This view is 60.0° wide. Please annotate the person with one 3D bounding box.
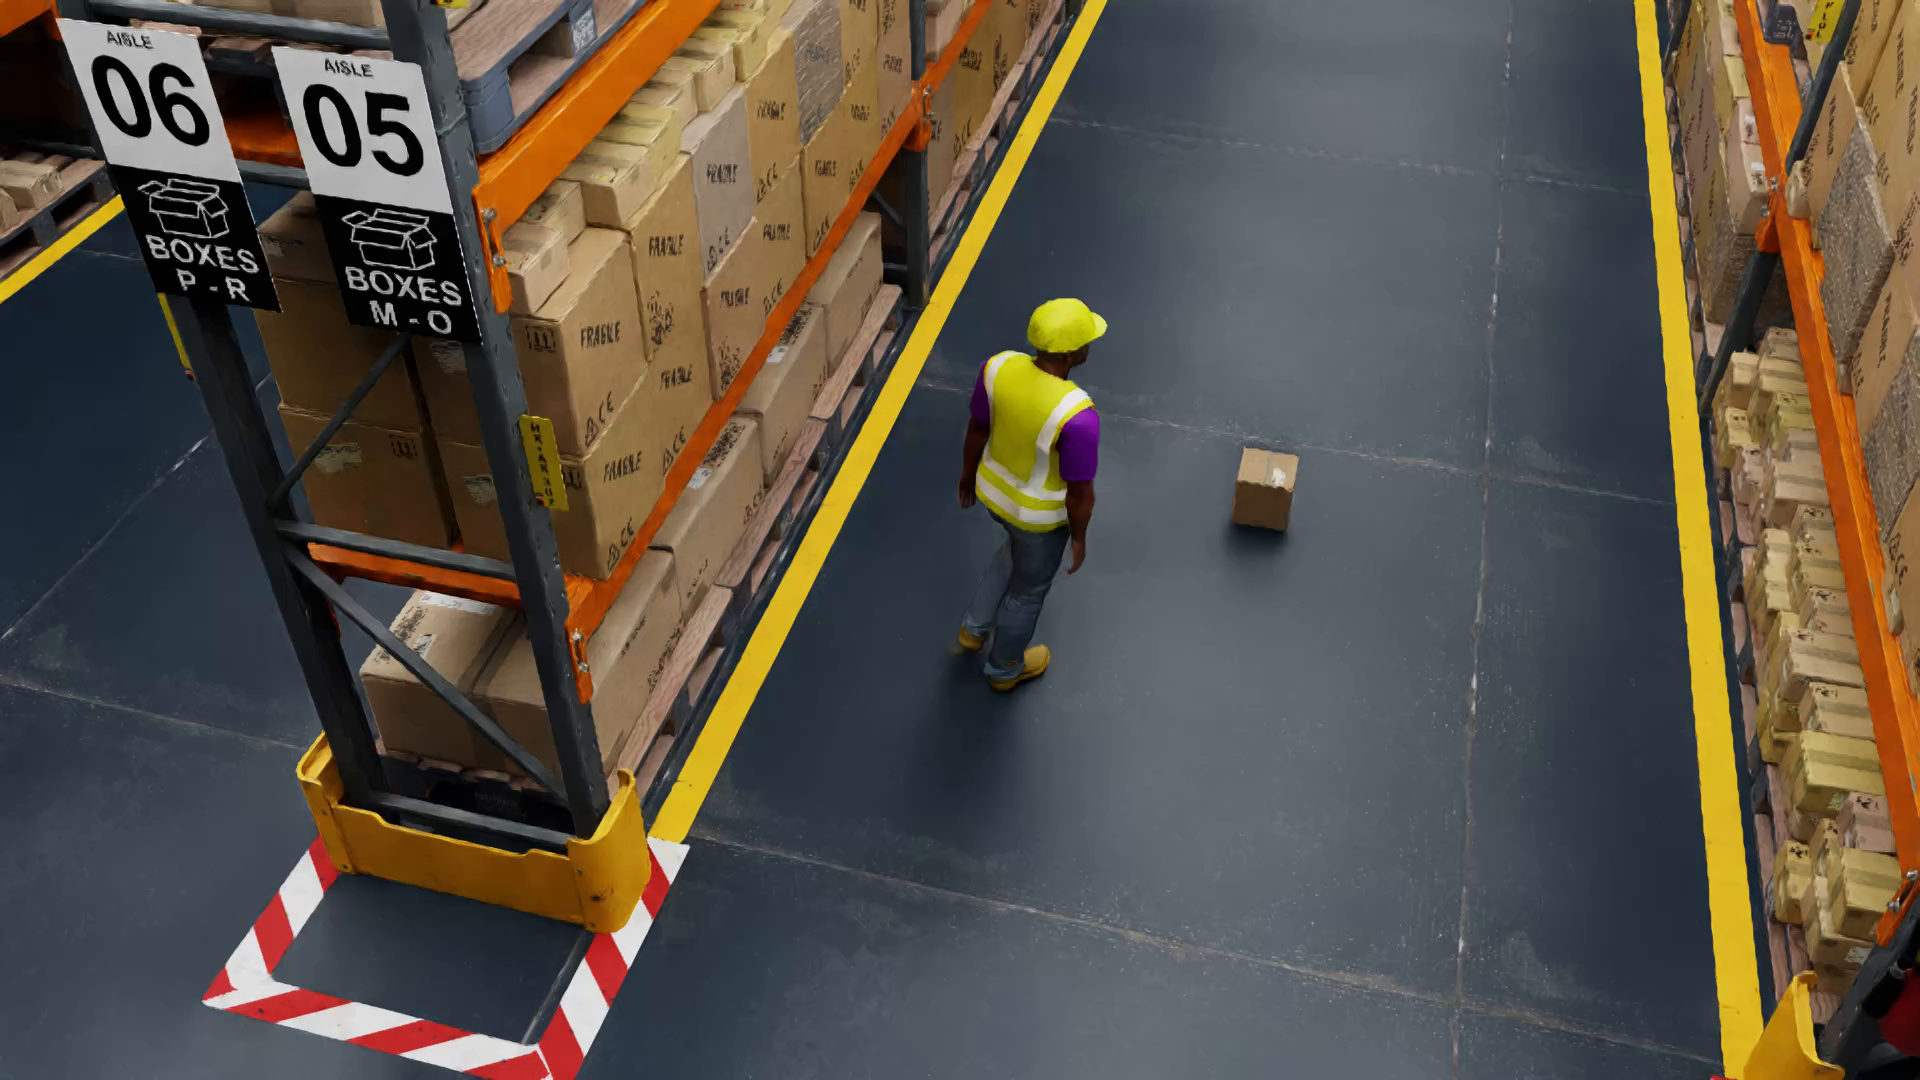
[{"bbox_3d":[0.268,-0.143,6.288,0.501,1.756,0.614,-28,48,-29],"label":"person"}]
